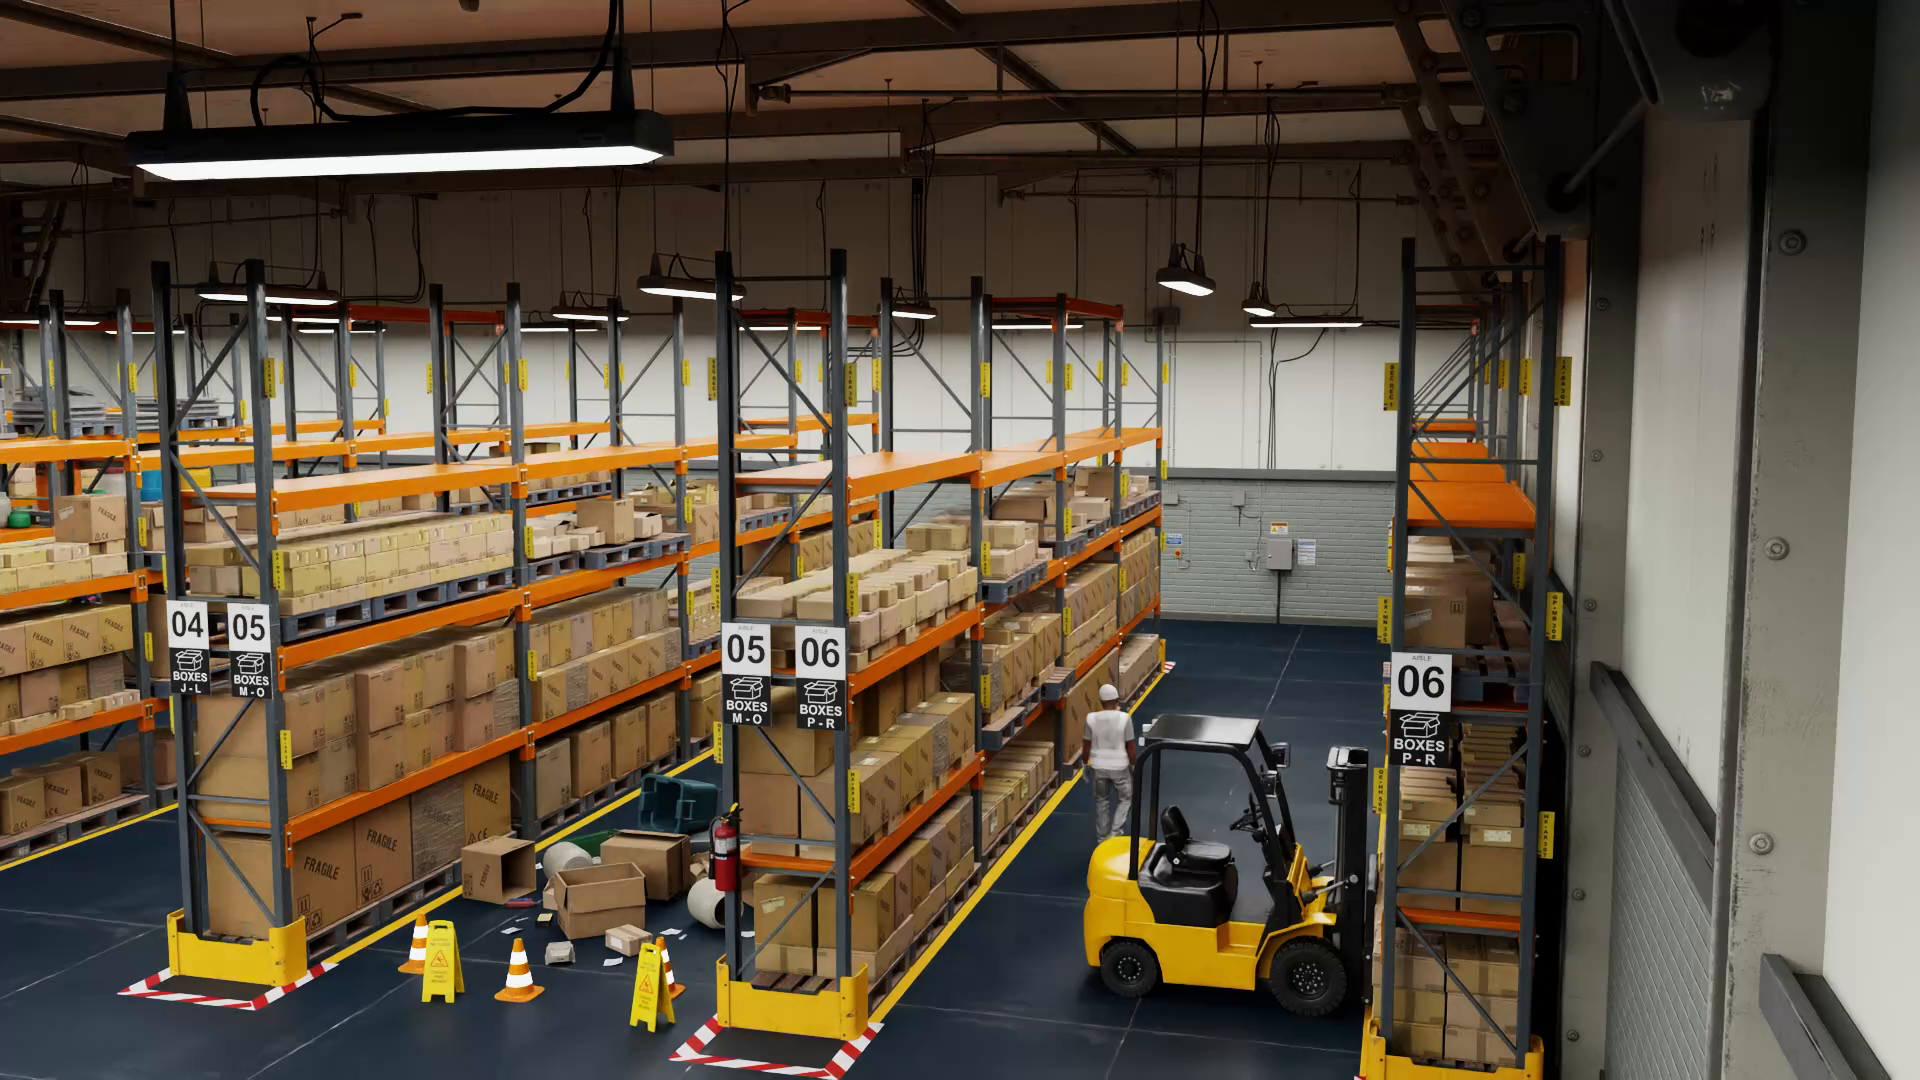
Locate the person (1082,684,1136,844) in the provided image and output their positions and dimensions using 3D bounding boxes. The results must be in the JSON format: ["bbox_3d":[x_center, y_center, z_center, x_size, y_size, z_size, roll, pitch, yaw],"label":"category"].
[{"bbox_3d":[1.584,2.422,17.660,0.583,1.784,0.553,1,6,14],"label":"person"}]
